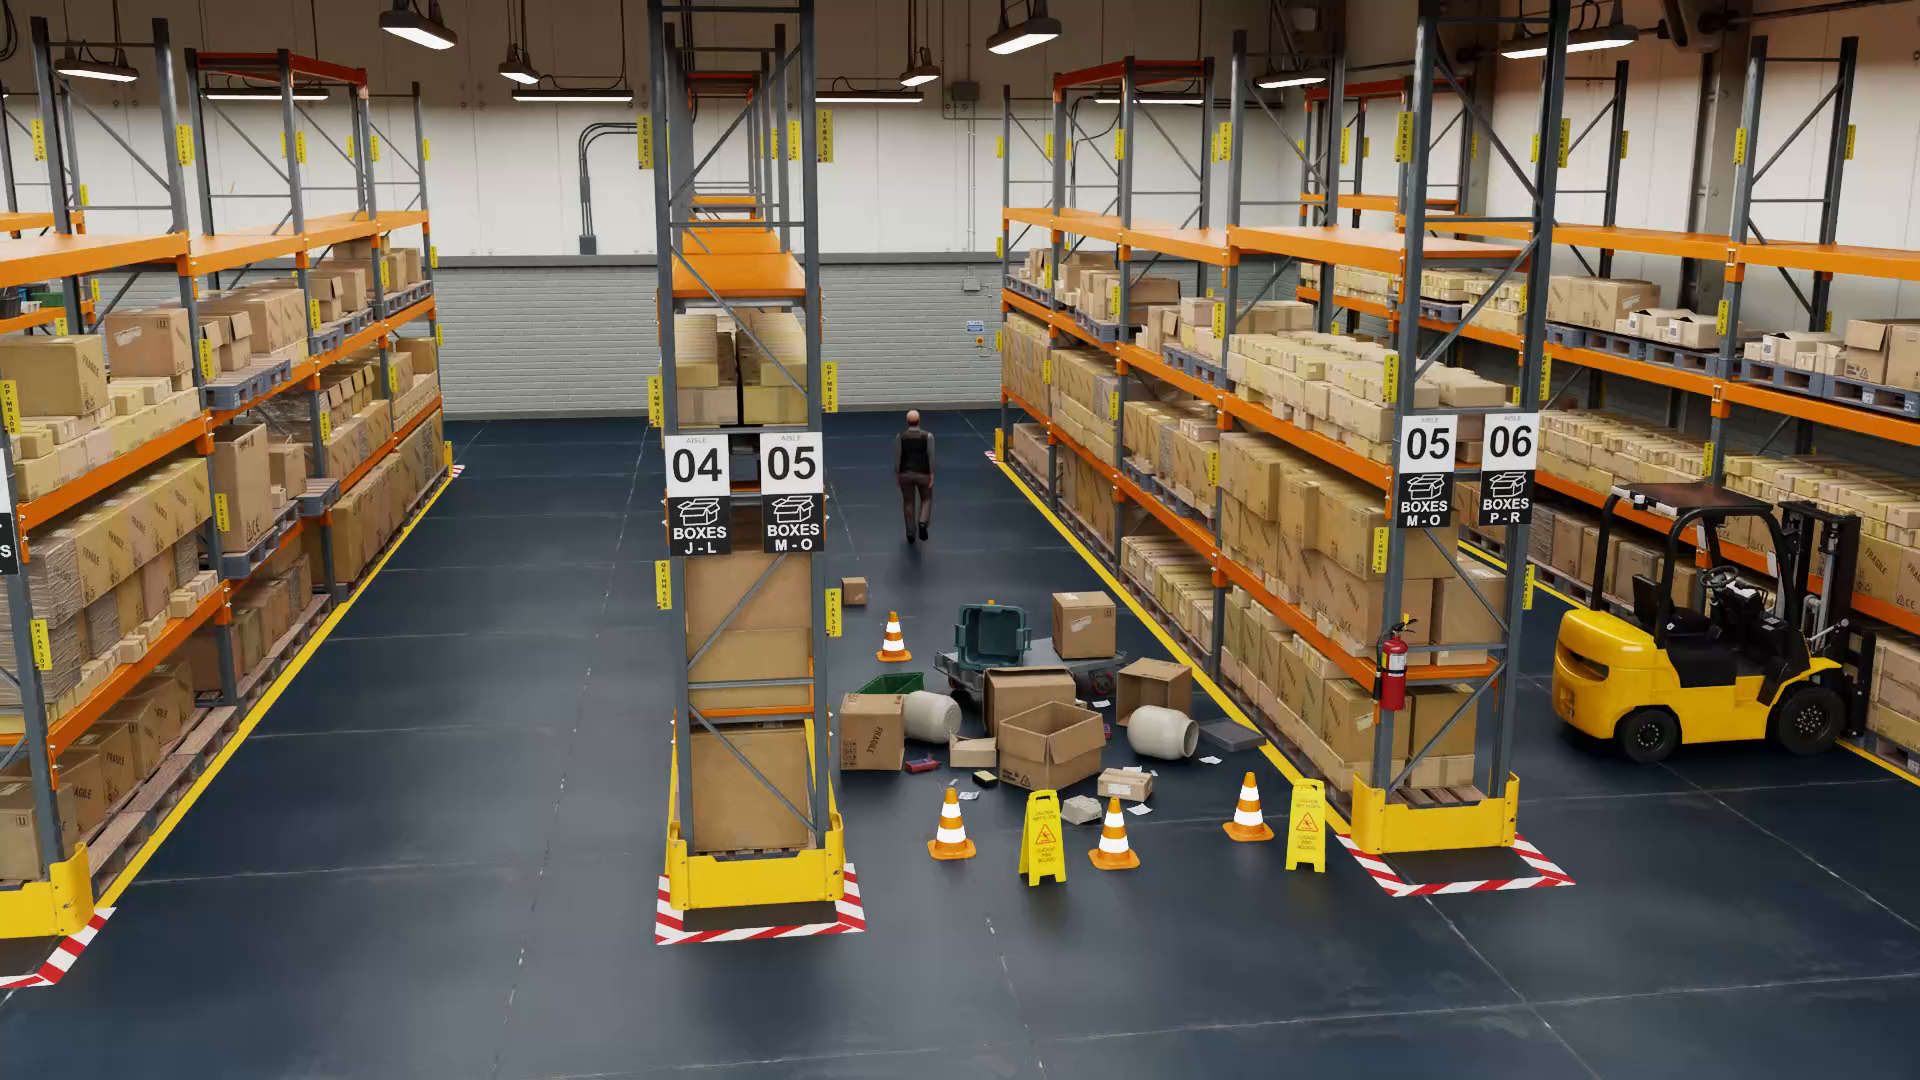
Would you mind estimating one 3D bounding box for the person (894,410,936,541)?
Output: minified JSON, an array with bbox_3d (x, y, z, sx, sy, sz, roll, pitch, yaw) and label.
[{"bbox_3d":[-0.579,-0.835,21.536,0.537,1.712,0.483,0,13,0],"label":"person"}]
